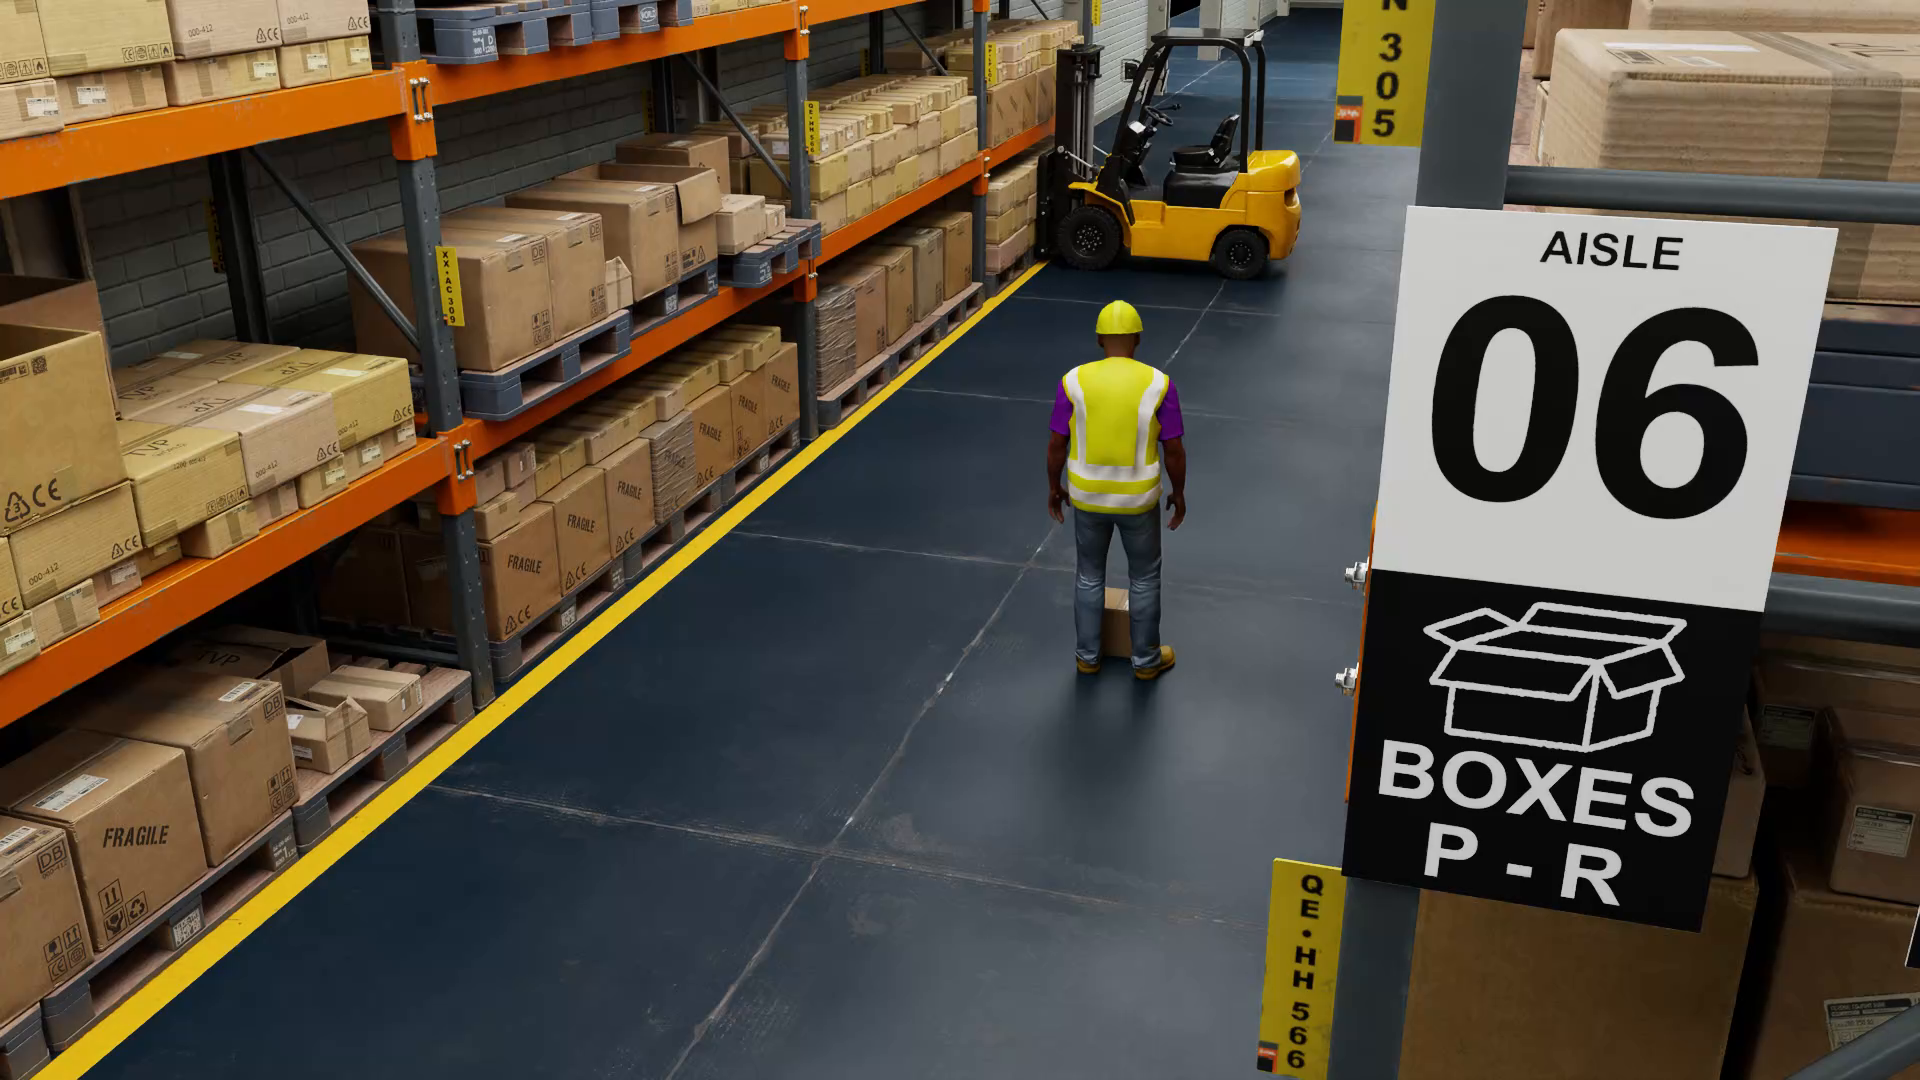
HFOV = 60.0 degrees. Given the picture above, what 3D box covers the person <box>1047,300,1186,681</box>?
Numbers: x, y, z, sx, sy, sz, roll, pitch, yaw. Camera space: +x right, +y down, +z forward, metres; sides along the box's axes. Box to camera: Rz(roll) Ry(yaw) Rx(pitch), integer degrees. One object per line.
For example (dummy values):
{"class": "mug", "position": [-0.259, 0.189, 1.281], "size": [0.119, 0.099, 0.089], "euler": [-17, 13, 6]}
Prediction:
{"class": "person", "position": [0.716, -0.217, 7.607], "size": [0.635, 1.760, 0.458], "euler": [5, 22, 13]}
